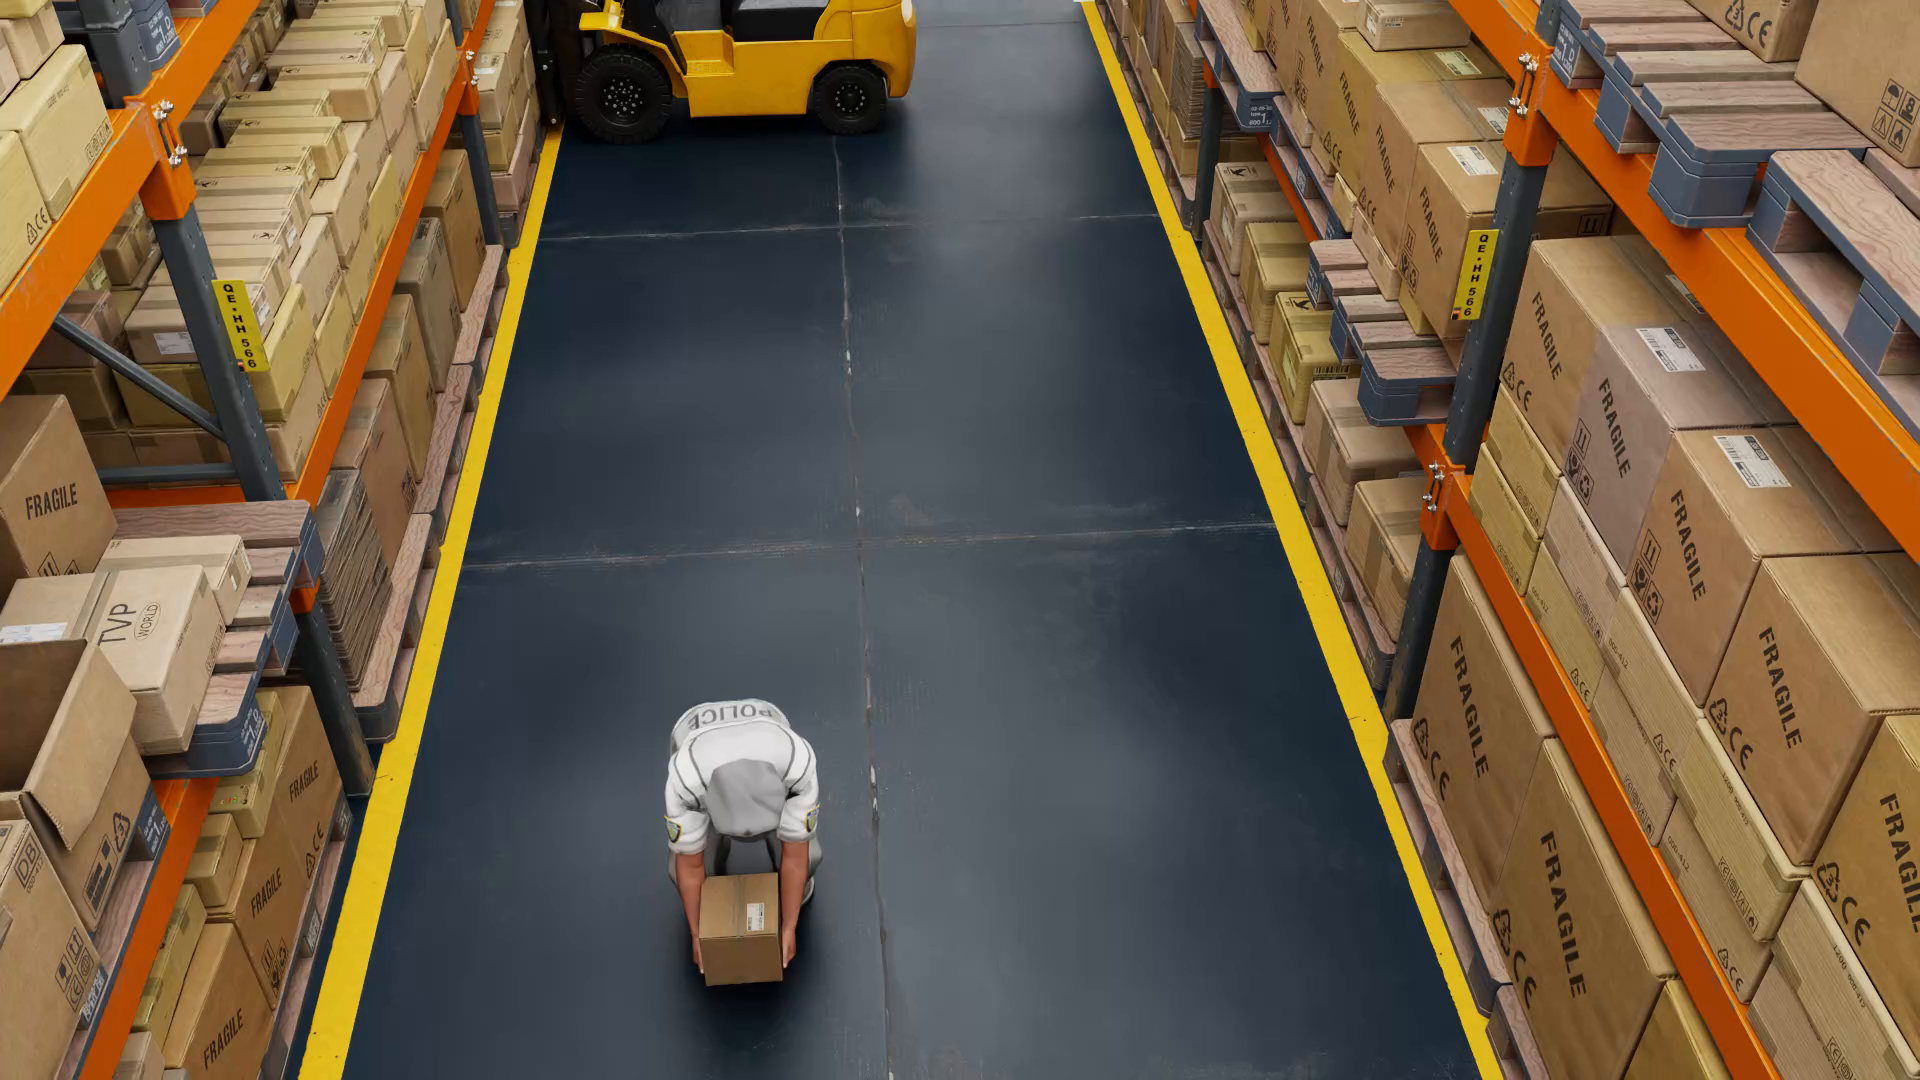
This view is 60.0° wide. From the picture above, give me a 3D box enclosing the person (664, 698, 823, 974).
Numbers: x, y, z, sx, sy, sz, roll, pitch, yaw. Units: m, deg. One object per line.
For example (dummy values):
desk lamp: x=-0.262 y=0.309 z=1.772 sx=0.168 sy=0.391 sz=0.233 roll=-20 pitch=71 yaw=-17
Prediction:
person: x=-0.737 y=0.914 z=5.608 sx=0.533 sy=1.023 sz=0.919 roll=-4 pitch=39 yaw=-5
